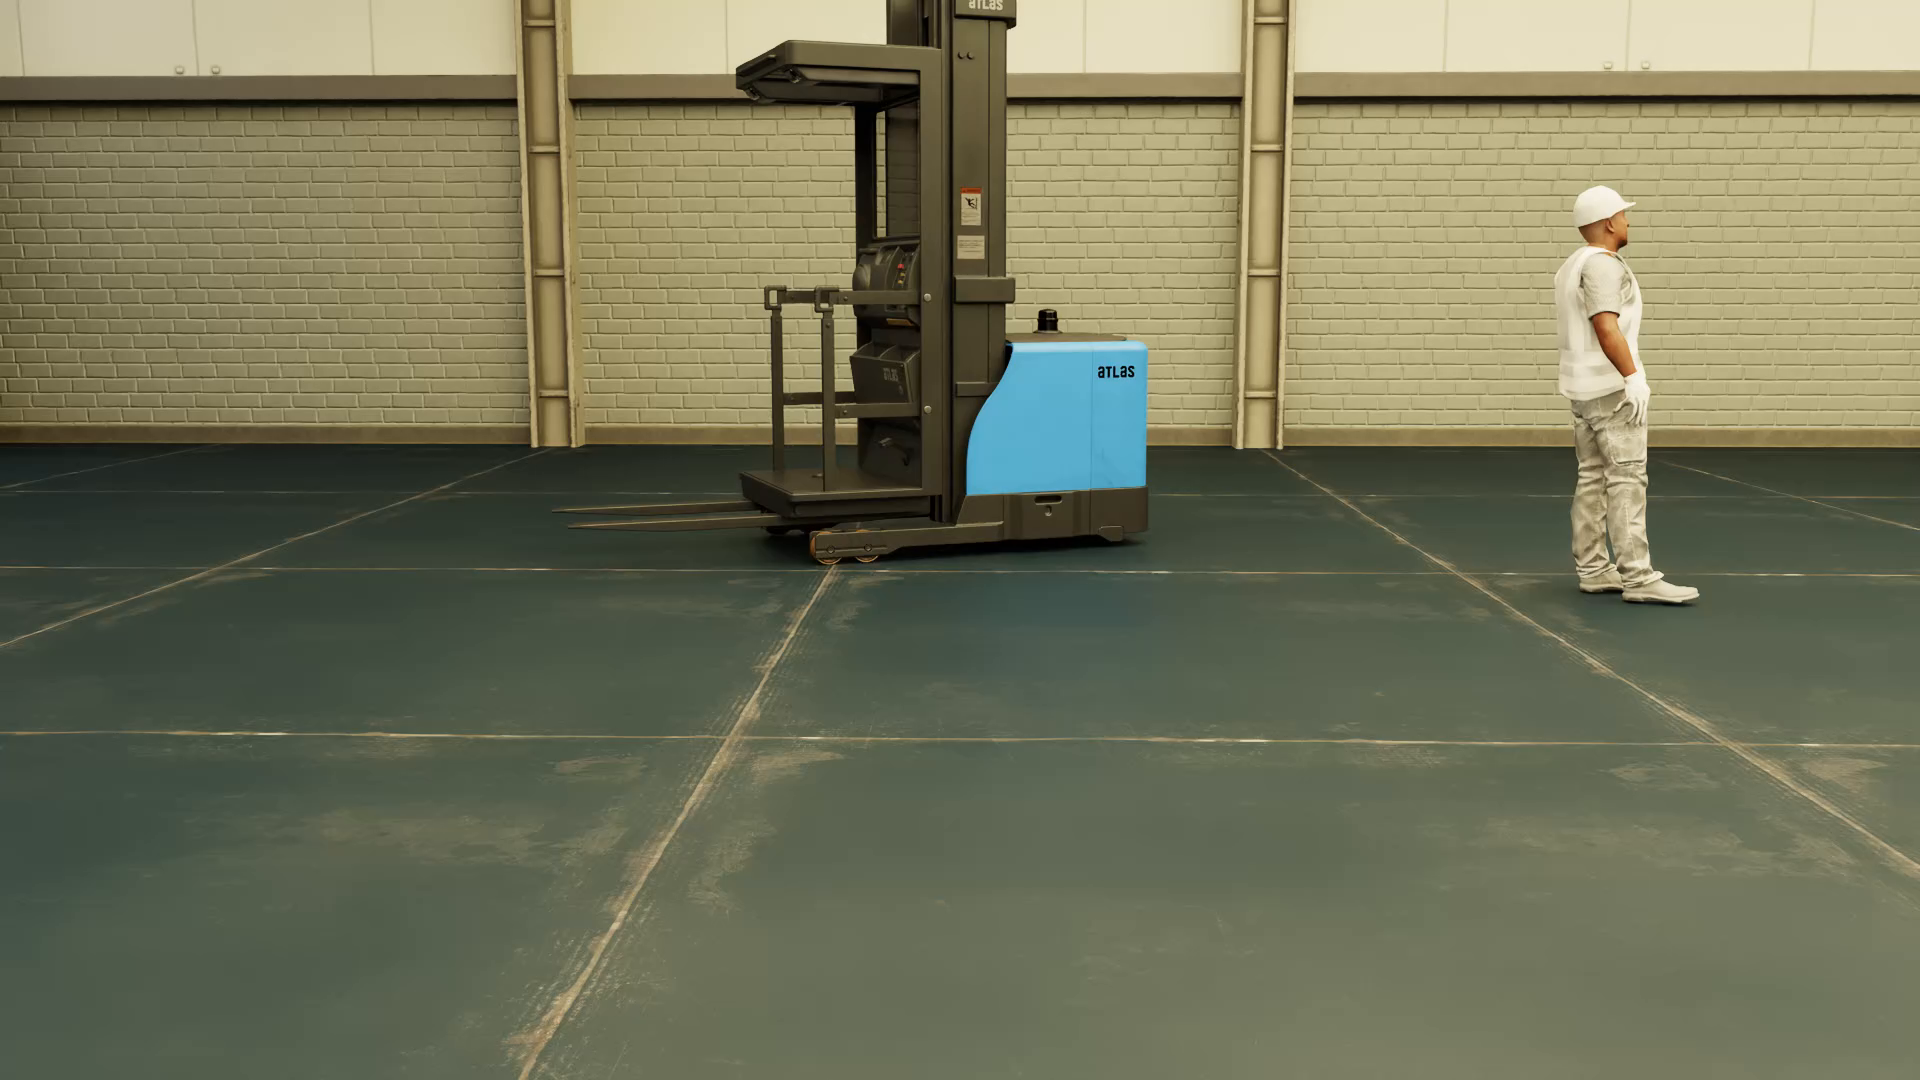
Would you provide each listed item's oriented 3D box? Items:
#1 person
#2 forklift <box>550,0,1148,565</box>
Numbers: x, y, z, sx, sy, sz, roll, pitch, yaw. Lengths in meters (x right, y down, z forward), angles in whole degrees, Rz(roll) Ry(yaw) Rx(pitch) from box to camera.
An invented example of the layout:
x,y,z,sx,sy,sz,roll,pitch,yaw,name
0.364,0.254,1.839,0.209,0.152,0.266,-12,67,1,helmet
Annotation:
x,y,z,sx,sy,sz,roll,pitch,yaw,name
2.914,-0.652,7.316,0.577,1.782,0.656,1,9,4,person
-0.569,-1.416,8.568,3.031,2.935,1.130,-3,9,-20,forklift
